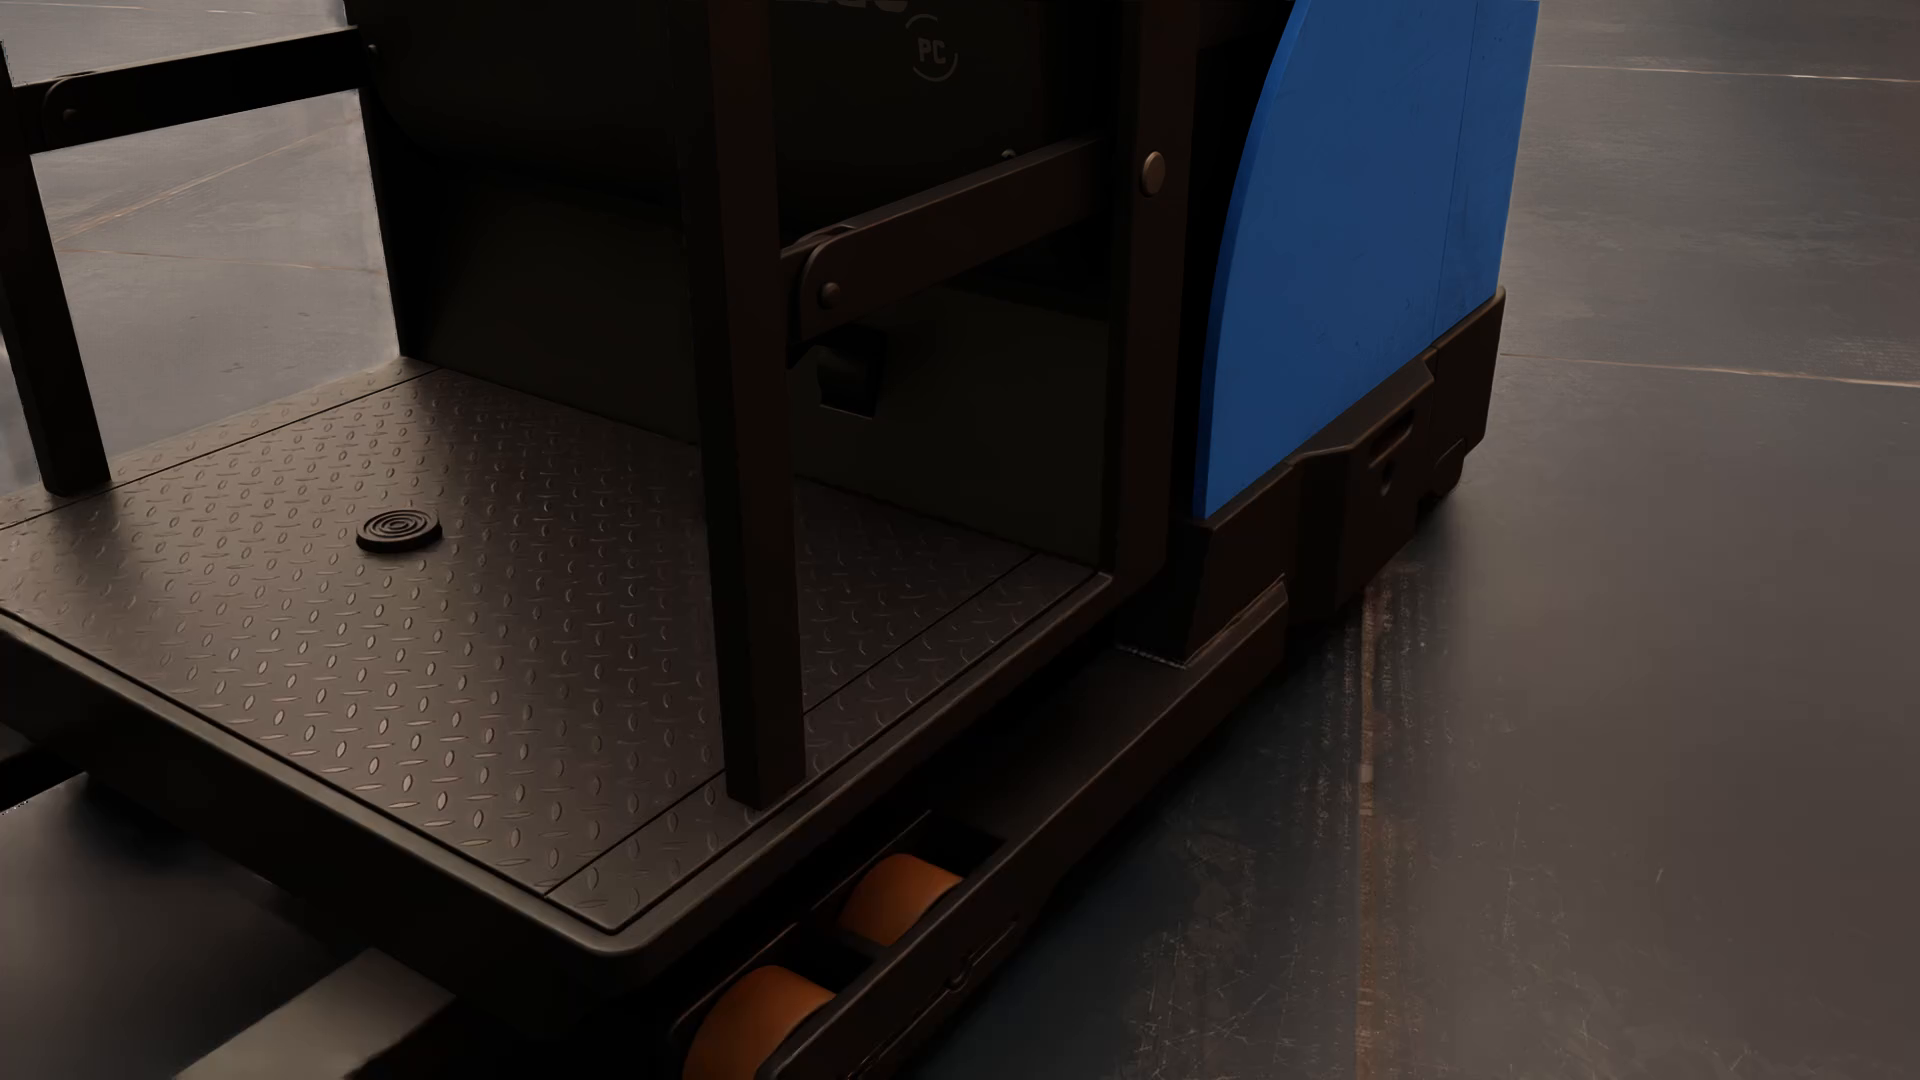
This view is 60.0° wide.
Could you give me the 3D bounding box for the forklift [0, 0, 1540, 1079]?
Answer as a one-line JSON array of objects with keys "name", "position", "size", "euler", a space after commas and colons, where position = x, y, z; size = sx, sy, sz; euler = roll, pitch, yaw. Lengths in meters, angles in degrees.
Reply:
[{"name": "forklift", "position": [-0.407, -1.016, 1.261], "size": [1.130, 2.935, 3.031], "euler": [17, 32, 31]}]
